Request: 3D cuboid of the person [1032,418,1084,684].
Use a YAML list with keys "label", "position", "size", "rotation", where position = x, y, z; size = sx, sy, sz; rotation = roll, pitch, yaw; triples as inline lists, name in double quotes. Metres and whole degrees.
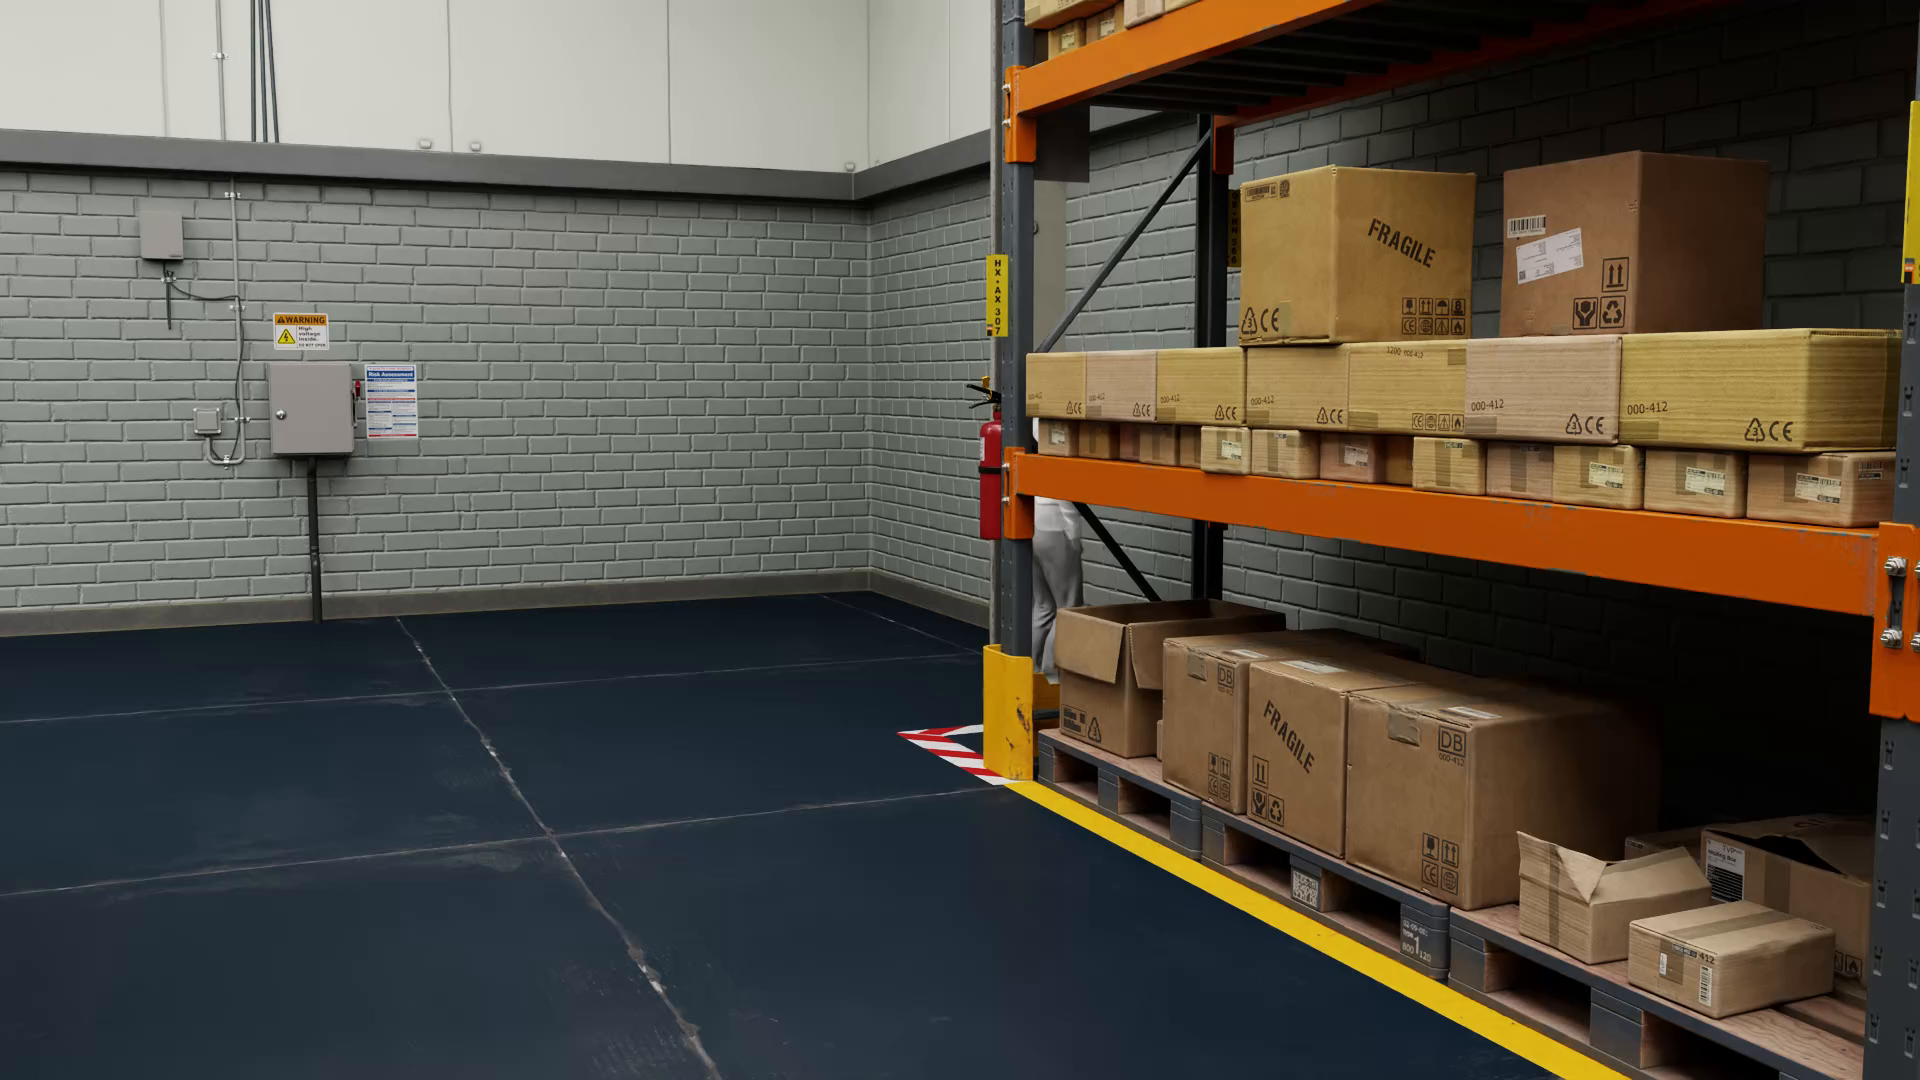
- label: "person"
  position: [0.446, -0.007, 8.205]
  size: [0.381, 1.653, 0.485]
  rotation: [-2, 6, -22]
